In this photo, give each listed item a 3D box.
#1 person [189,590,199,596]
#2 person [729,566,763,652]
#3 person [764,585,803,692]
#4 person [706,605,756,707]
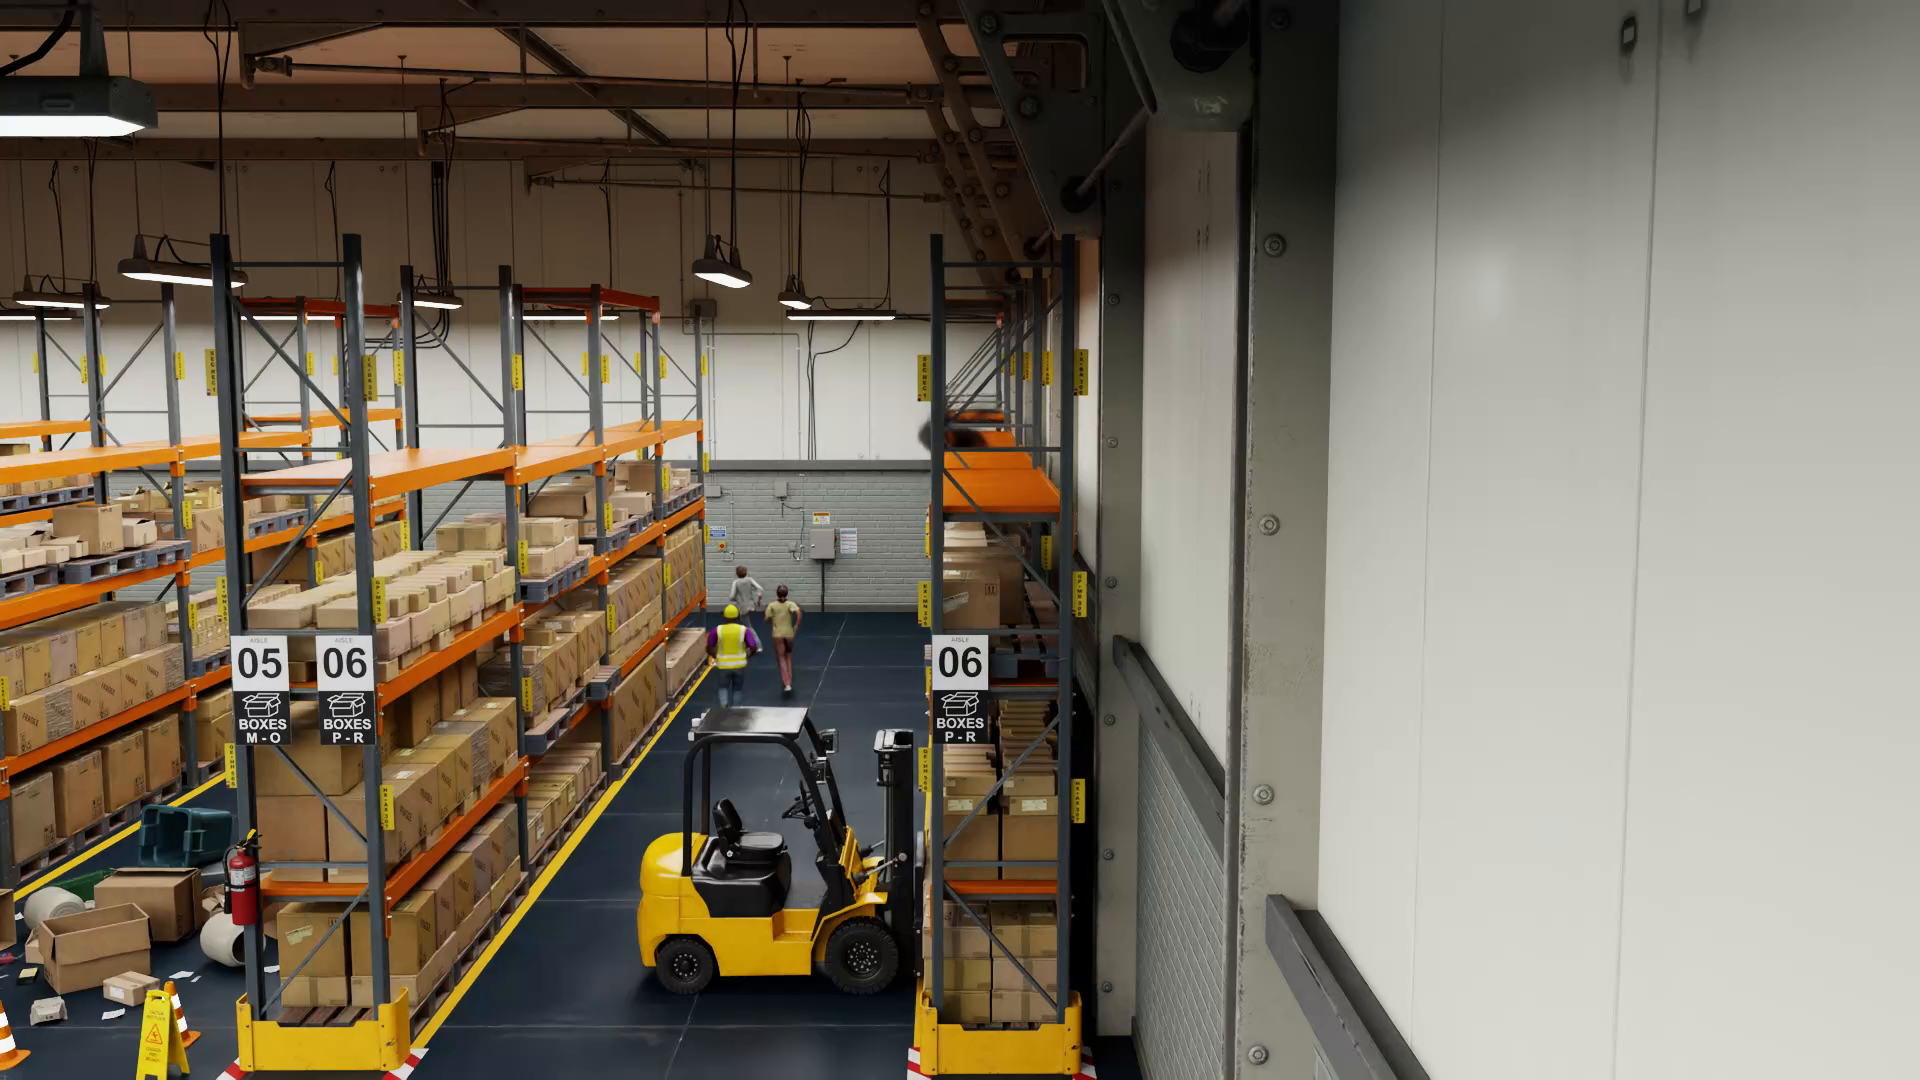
[{"bbox_3d":[-11.388,1.603,24.815,0.580,1.761,0.737,0,6,3],"label":"person"},{"bbox_3d":[-3.746,1.205,28.903,0.544,1.550,0.612,-5,8,-39],"label":"person"},{"bbox_3d":[-2.711,1.540,25.450,0.558,1.700,0.778,-2,7,-16],"label":"person"},{"bbox_3d":[-3.185,1.749,23.219,0.686,1.718,0.605,-1,6,-6],"label":"person"}]
